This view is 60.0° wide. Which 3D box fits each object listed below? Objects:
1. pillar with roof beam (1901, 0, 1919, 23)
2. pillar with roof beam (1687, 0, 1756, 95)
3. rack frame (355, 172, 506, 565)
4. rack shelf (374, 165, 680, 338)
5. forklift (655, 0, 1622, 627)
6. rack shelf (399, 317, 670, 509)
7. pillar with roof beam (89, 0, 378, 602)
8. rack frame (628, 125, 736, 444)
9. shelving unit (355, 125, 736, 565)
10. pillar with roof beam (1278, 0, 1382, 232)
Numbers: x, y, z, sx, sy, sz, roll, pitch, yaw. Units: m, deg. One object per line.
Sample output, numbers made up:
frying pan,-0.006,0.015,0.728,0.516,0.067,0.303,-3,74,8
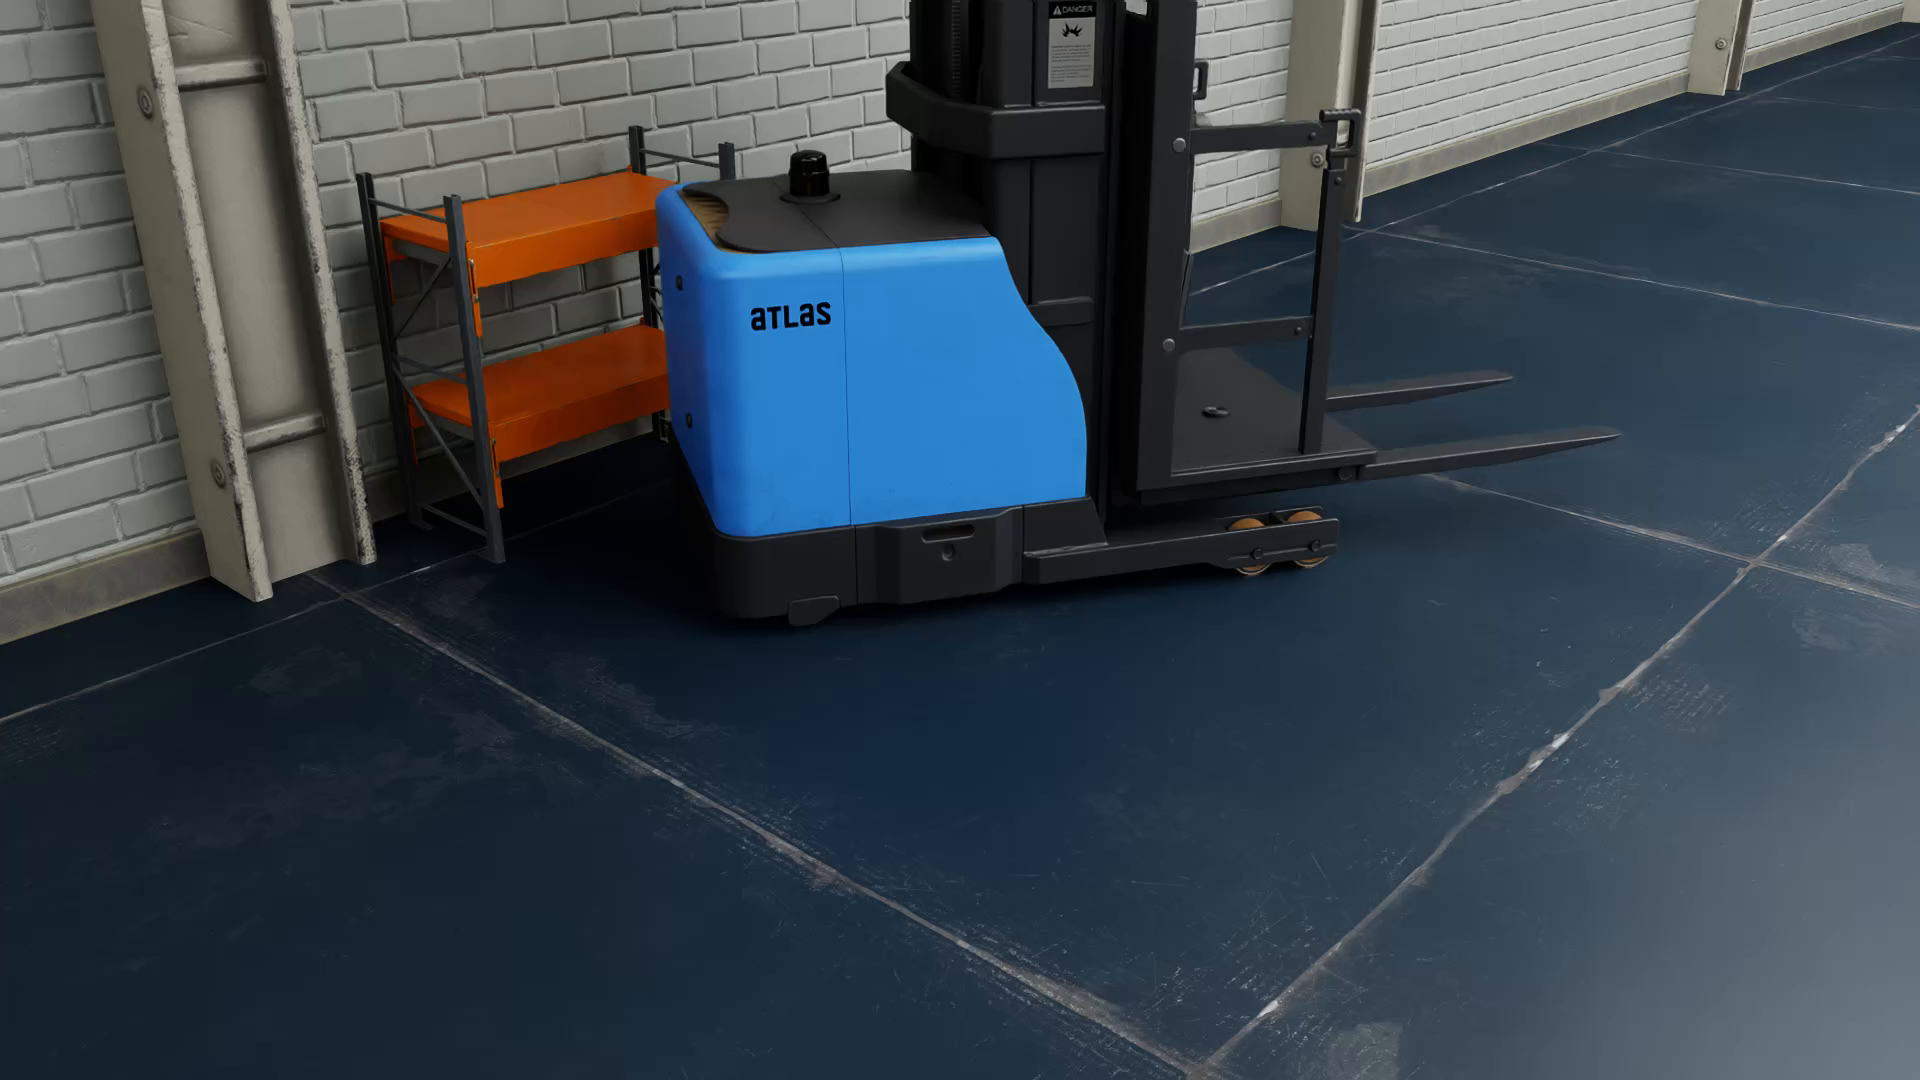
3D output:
pillar with roof beam,13.185,-8.335,12.841,9.100,9.000,0.400,20,31,38
pillar with roof beam,9.180,-6.507,8.764,9.100,9.000,0.400,20,31,38
rack frame,-1.591,-0.509,5.011,0.500,1.125,0.032,20,31,37
rack shelf,-1.258,-0.933,5.241,0.538,0.278,1.000,20,31,37
forklift,0.641,-1.431,4.859,3.031,2.935,1.130,-7,25,-16
rack shelf,-1.258,-0.443,5.461,0.538,0.278,1.000,20,31,37
pillar with roof beam,1.171,-2.851,0.610,9.100,9.000,0.400,20,31,38
rack frame,-0.924,-0.823,5.711,0.500,1.125,0.032,20,31,37
shelving unit,-1.258,-0.666,5.361,0.538,1.125,1.048,20,31,37
pillar with roof beam,5.176,-4.679,4.687,9.100,9.000,0.400,20,31,38
